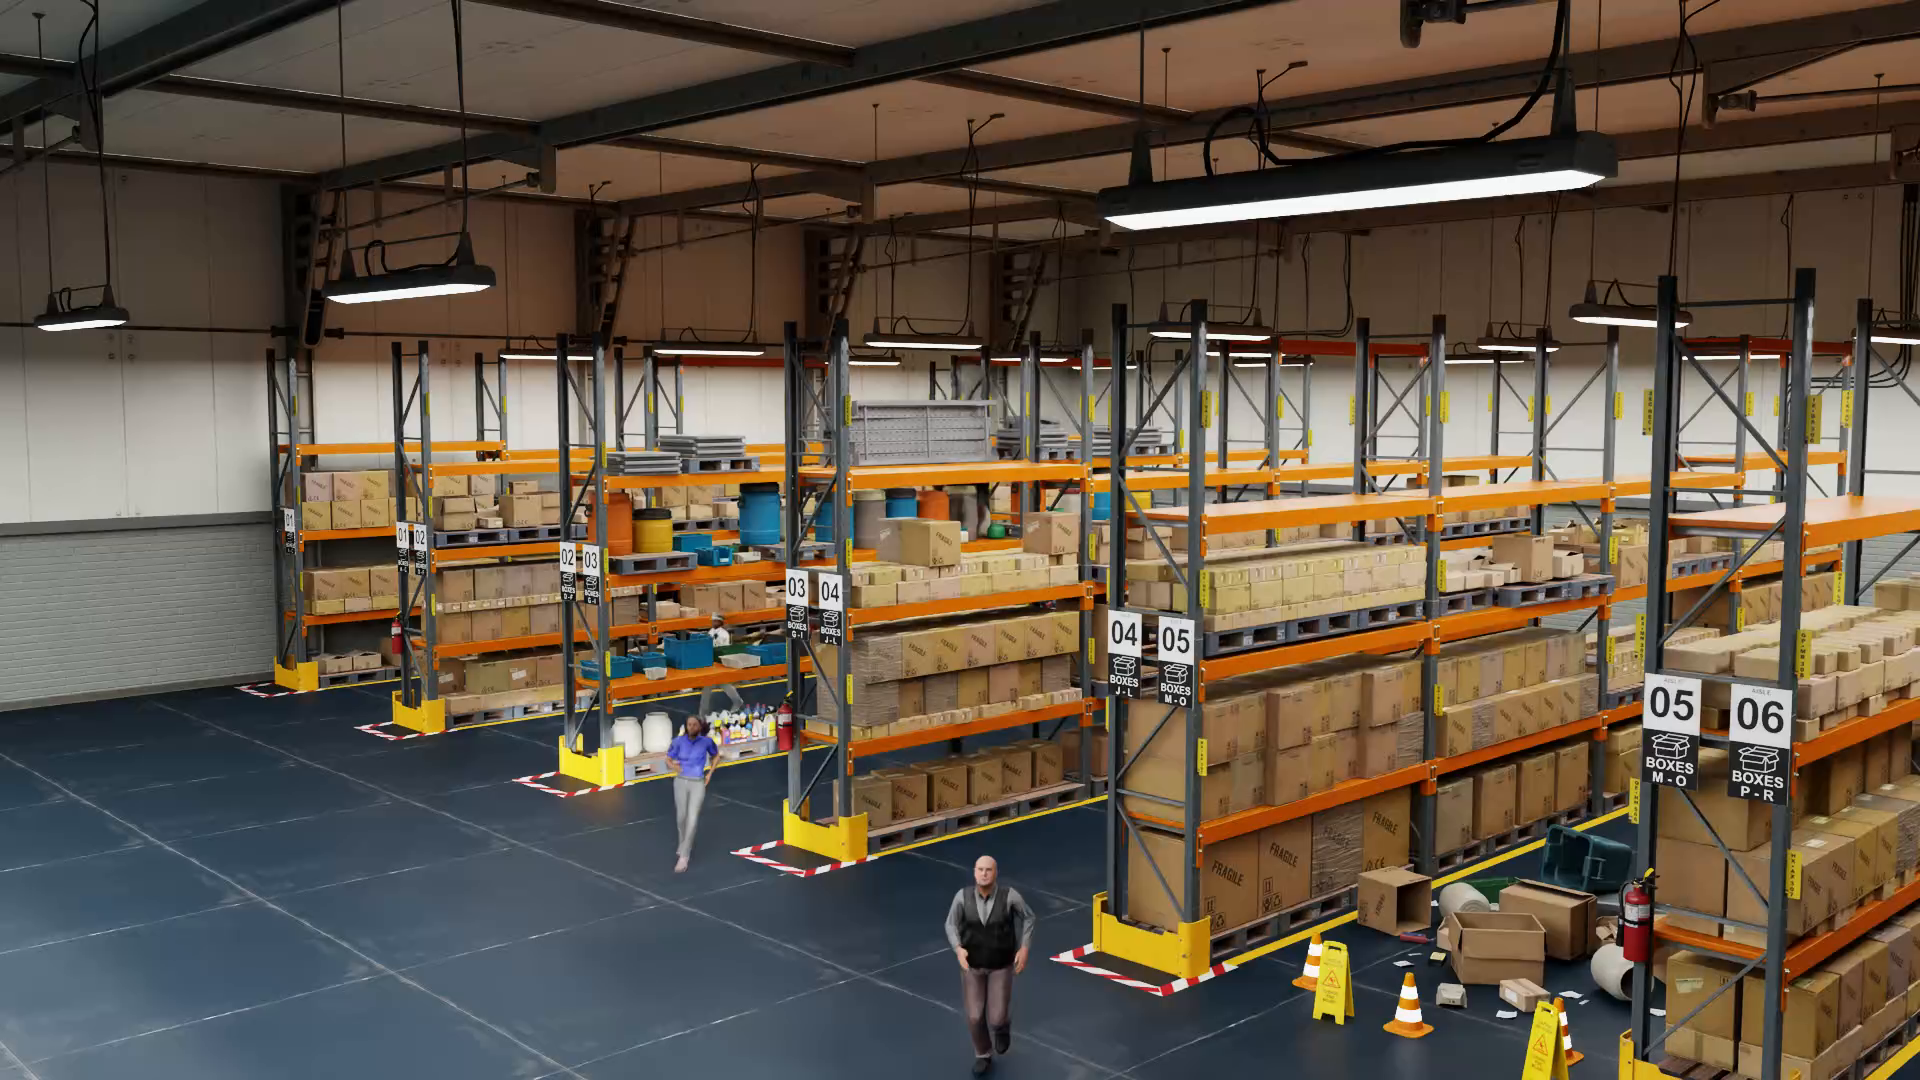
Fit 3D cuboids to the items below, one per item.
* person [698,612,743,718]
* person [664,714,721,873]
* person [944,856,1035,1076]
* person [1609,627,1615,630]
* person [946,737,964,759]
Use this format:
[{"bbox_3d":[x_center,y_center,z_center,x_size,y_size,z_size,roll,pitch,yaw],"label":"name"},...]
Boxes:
[{"bbox_3d":[-3.886,1.995,26.659,0.566,1.712,0.908,4,6,38],"label":"person"},{"bbox_3d":[-2.961,2.748,18.362,0.584,1.682,0.794,0,5,3],"label":"person"},{"bbox_3d":[0.222,3.234,12.696,0.692,1.680,0.599,1,5,7],"label":"person"},{"bbox_3d":[10.226,2.132,25.683,0.916,1.614,0.716,-4,6,-37],"label":"person"},{"bbox_3d":[-0.138,2.282,23.238,0.687,1.805,0.733,4,6,36],"label":"person"}]
